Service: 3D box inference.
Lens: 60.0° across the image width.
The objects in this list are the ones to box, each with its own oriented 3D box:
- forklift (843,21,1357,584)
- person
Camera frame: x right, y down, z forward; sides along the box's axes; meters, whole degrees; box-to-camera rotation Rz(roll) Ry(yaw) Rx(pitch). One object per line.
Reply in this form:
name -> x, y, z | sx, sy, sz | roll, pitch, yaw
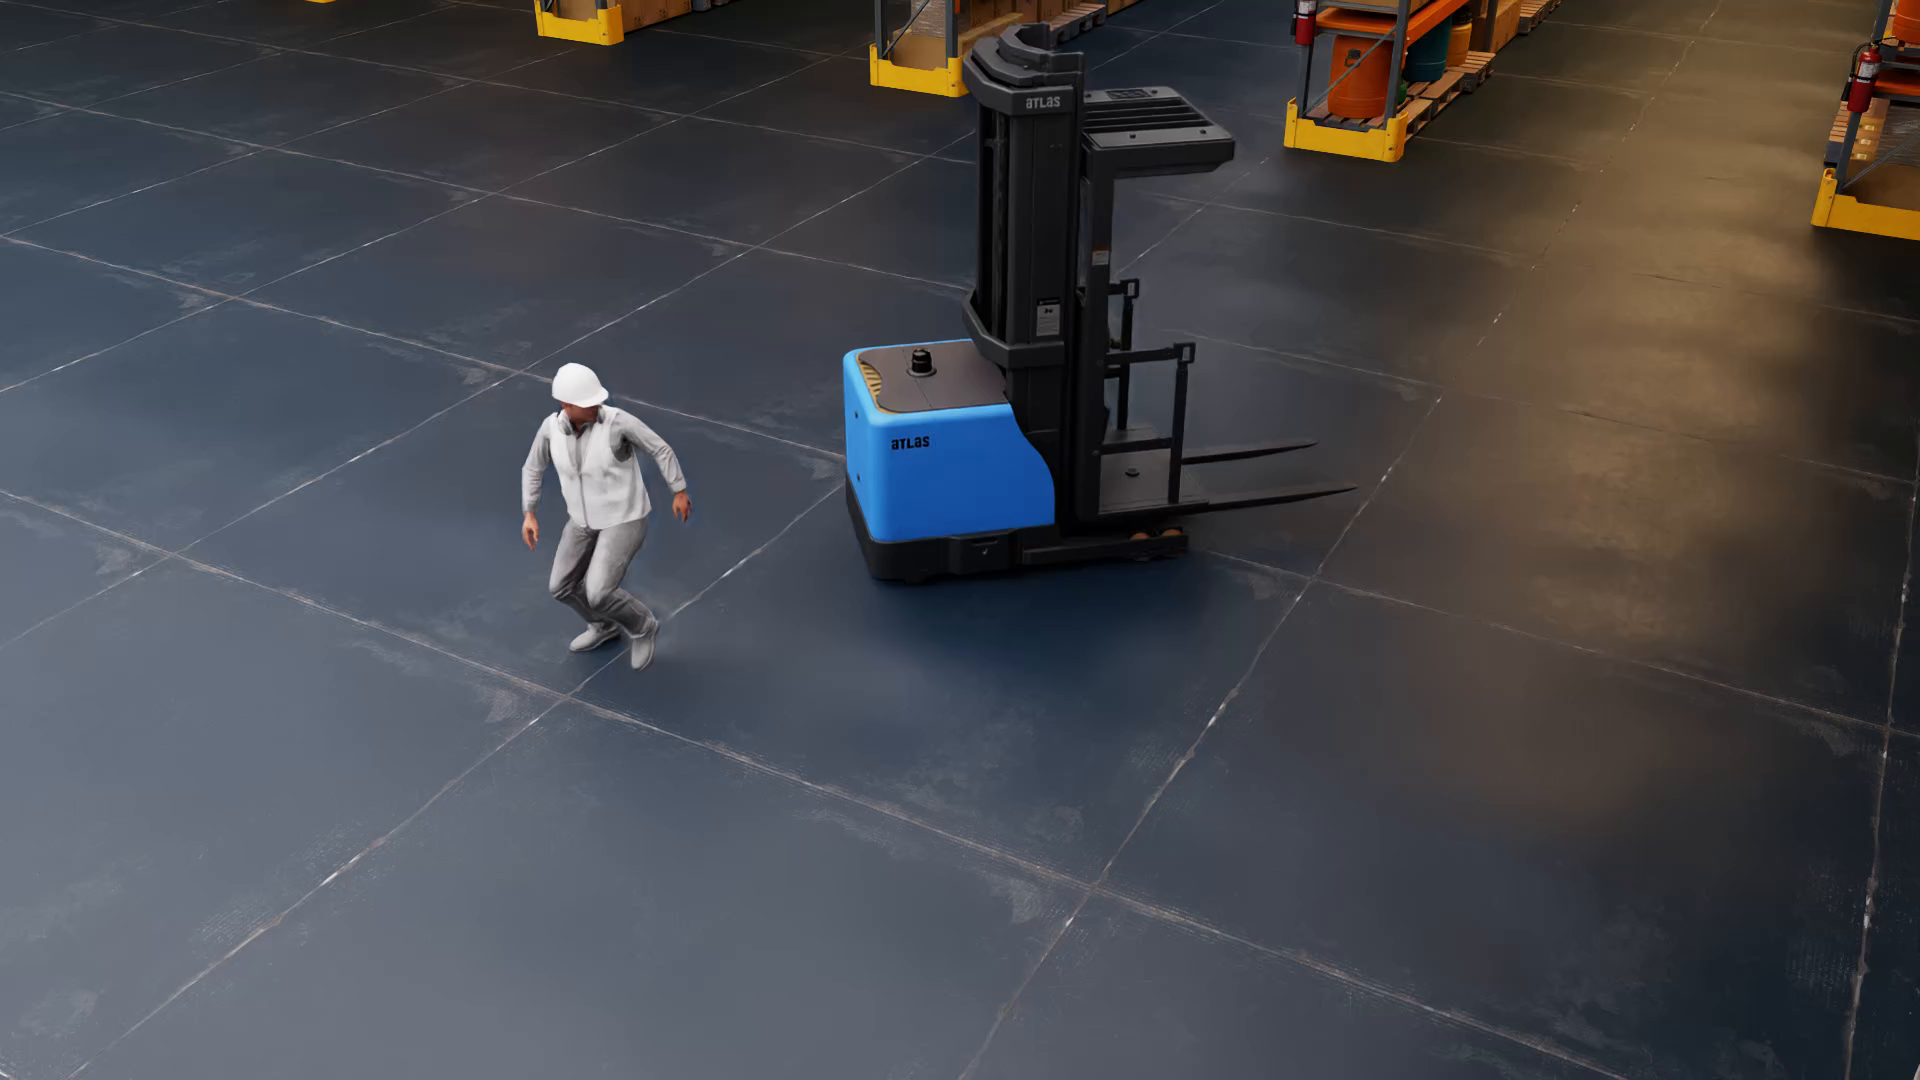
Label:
forklift -> 0.871, -1.394, 9.485 | 3.031, 2.935, 1.130 | -6, 31, -11
person -> -1.857, -0.122, 8.543 | 0.753, 1.686, 0.650 | 15, 33, 24
